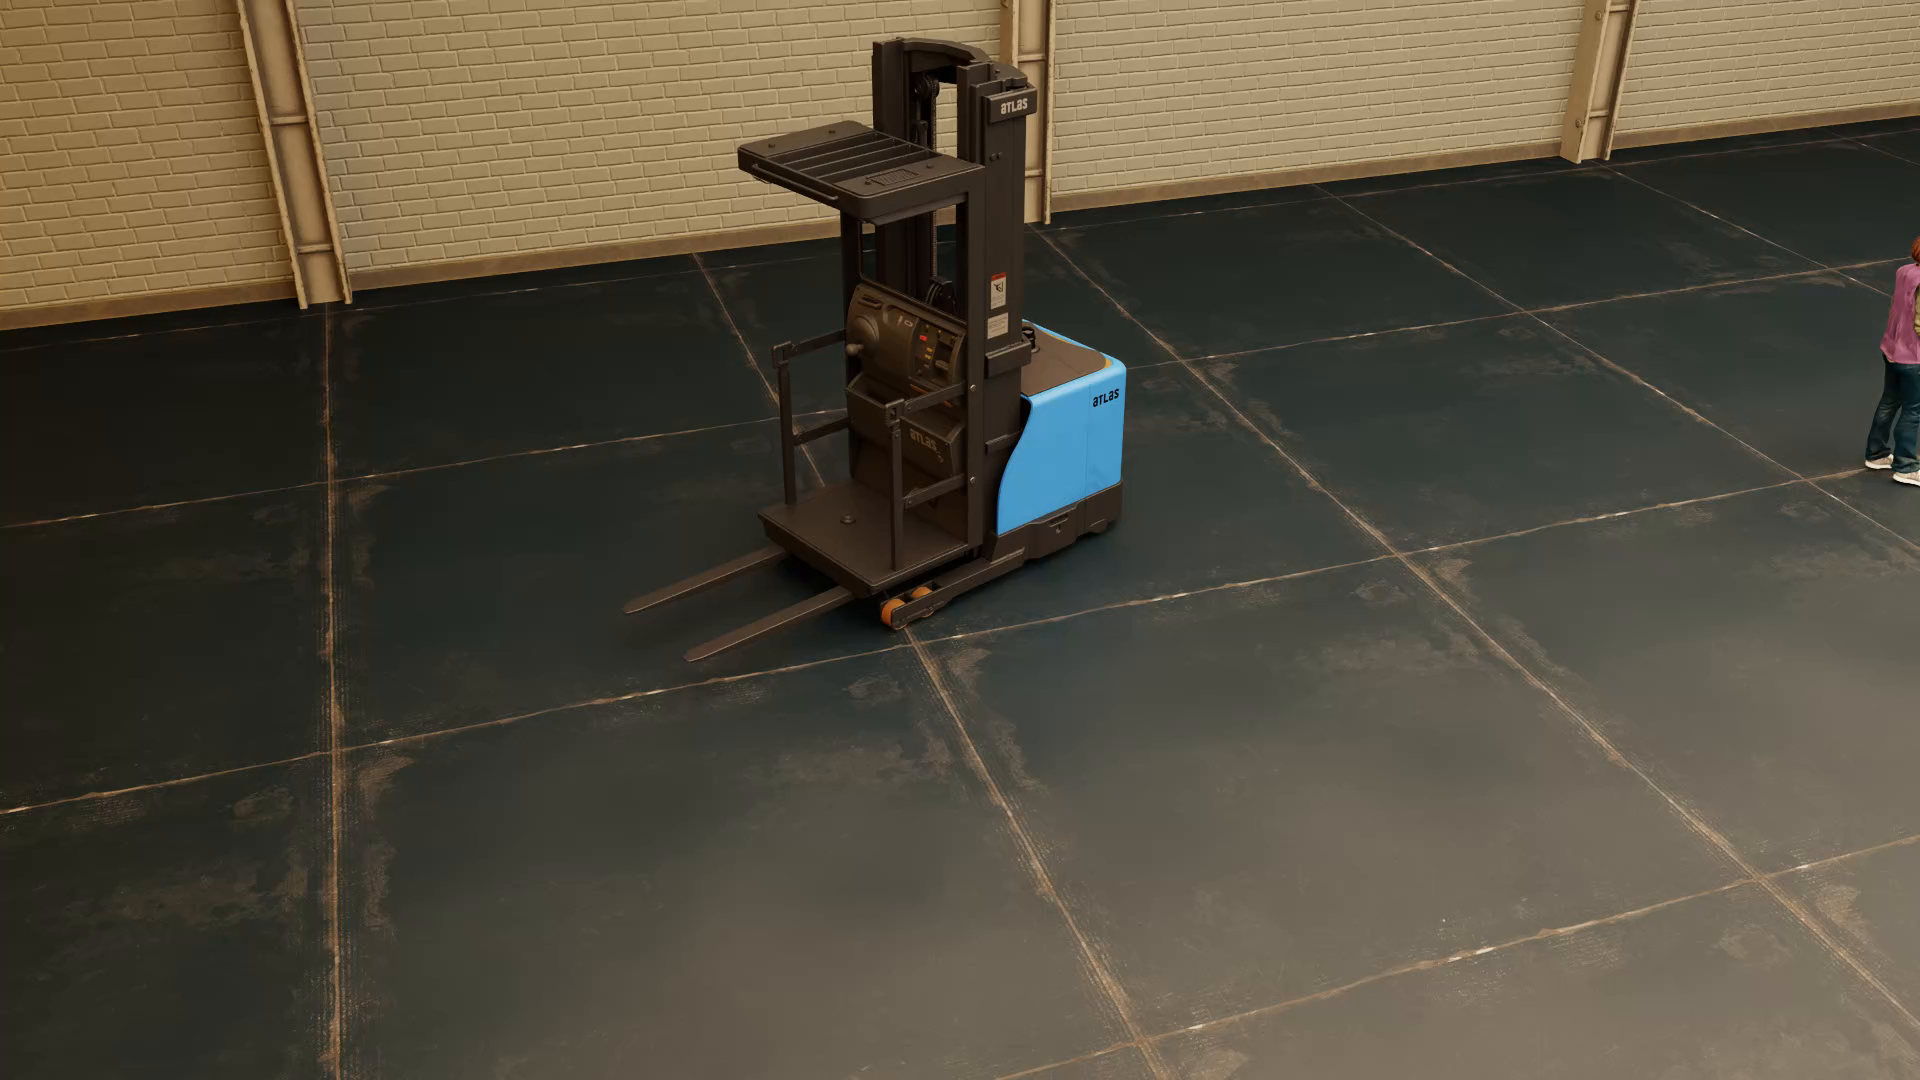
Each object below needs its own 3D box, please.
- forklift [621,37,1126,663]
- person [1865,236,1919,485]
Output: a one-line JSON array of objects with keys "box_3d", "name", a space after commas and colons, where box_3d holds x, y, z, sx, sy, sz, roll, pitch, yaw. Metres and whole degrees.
[{"box_3d": [-0.461, -1.072, 8.951, 3.031, 2.935, 1.130, -23, 37, -34], "name": "forklift"}, {"box_3d": [6.023, -1.155, 10.418, 0.475, 1.597, 0.520, 2, 30, 3], "name": "person"}]
